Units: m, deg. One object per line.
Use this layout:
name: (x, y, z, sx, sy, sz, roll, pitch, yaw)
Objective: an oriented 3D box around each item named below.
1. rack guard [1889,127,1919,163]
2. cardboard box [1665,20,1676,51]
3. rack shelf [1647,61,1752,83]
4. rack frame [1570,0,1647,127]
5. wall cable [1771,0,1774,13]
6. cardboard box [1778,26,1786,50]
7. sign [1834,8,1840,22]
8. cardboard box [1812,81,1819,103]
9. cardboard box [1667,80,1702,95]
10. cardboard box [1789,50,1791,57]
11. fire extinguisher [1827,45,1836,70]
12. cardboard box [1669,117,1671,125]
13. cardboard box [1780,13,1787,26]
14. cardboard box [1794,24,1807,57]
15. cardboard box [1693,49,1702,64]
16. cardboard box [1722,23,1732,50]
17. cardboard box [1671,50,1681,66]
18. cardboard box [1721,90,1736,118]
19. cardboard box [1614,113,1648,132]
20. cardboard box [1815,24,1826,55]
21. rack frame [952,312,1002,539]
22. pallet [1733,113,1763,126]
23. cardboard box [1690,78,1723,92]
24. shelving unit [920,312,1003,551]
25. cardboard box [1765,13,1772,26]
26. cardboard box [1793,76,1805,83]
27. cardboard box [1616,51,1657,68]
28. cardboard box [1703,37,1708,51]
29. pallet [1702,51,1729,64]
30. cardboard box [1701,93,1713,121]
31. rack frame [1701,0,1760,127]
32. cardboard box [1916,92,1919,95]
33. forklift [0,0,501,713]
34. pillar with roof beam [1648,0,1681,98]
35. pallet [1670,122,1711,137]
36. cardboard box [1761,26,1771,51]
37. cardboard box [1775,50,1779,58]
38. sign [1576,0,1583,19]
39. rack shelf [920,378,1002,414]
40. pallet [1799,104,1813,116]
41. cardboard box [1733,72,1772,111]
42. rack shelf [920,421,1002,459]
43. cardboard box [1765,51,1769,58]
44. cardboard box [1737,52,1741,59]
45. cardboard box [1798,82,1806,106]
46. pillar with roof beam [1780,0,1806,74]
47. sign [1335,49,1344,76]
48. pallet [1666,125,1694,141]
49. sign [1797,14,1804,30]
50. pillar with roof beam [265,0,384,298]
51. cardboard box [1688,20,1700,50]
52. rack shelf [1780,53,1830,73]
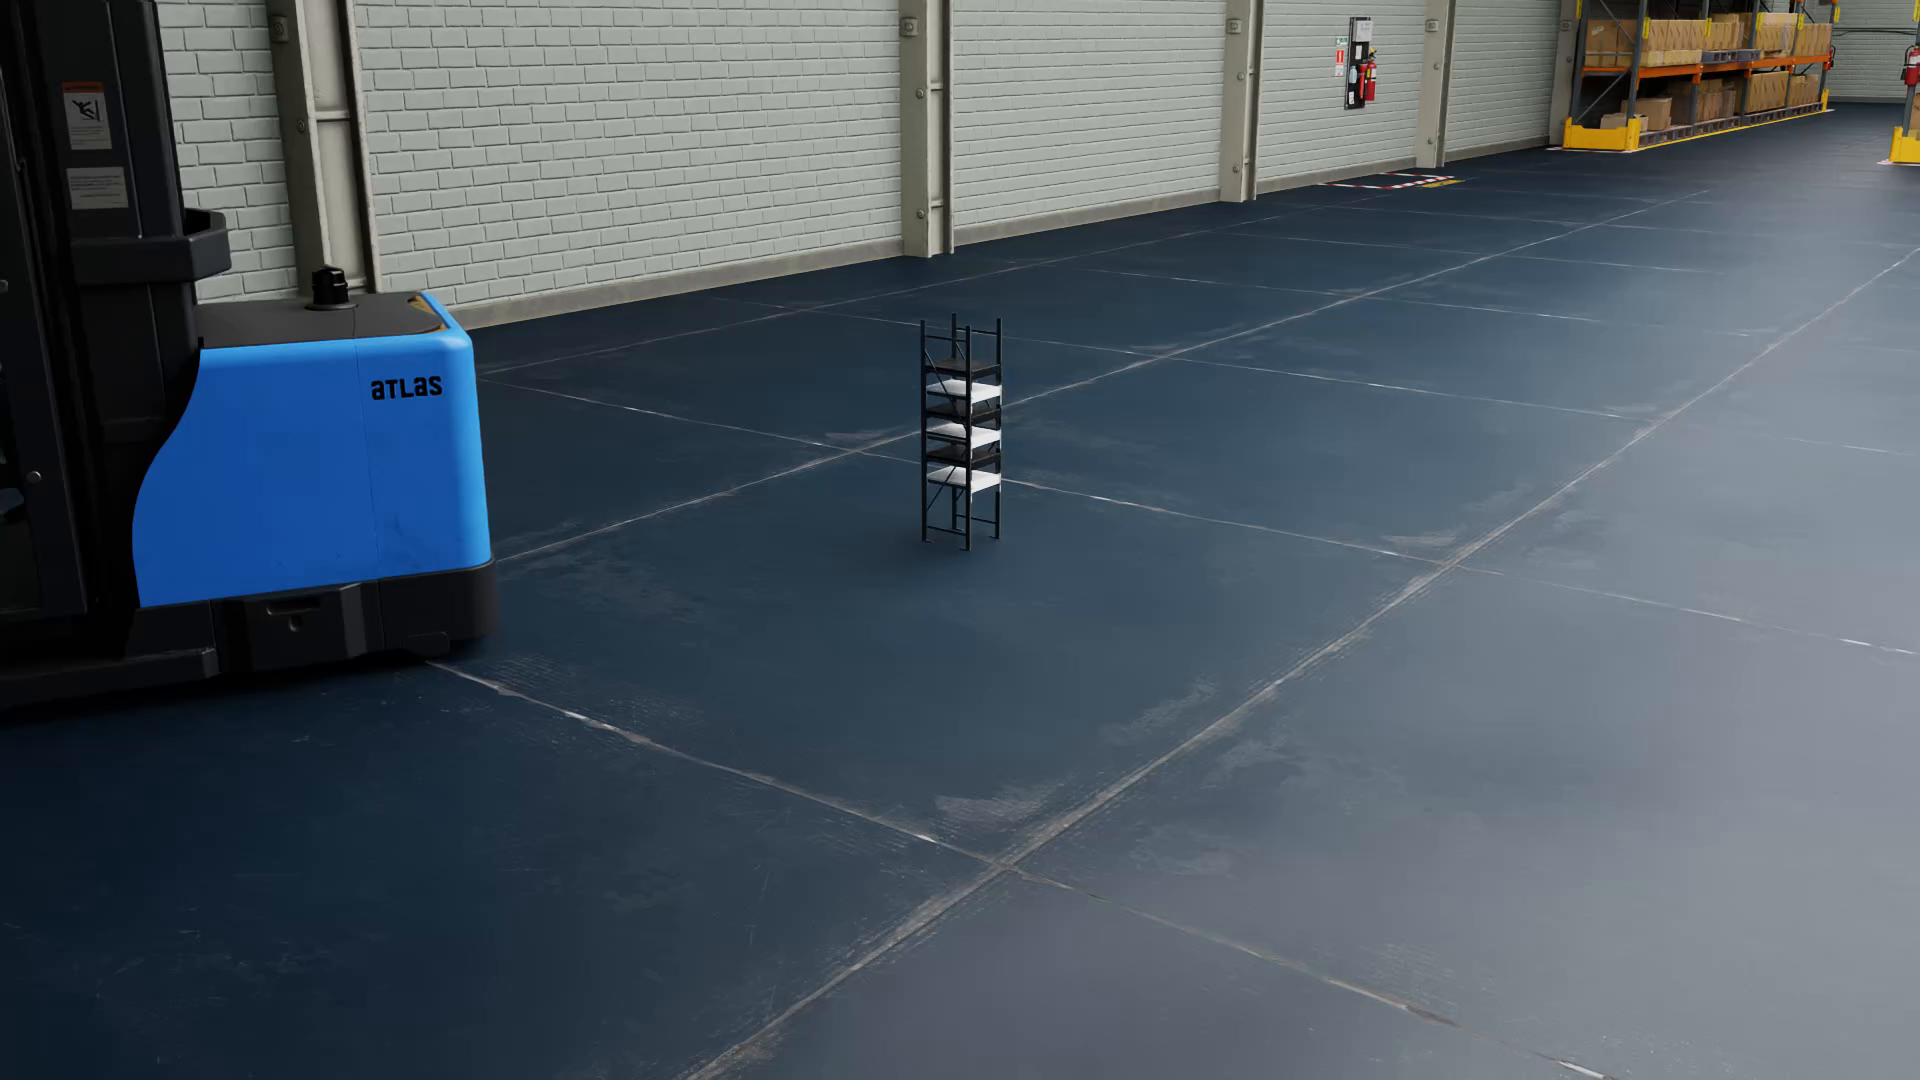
rack guard: (14.676, -5.928, 24.992, 1.175, 0.500, 0.348, 12, 21, 35)
cardboard box: (11.851, -8.597, 28.324, 0.500, 0.500, 0.500, 12, 21, 33)
rack shelf: (14.285, -9.088, 32.164, 1.077, 0.370, 4.000, 12, 21, 35)
rack frame: (10.710, -8.002, 27.455, 1.000, 3.000, 0.127, 12, 21, 35)
wall cable: (20.247, -12.771, 41.096, 0.084, 1.984, 1.851, 12, 21, 35)
cardboard box: (17.185, -10.664, 35.322, 0.500, 0.500, 0.500, 12, 21, 35)
sign: (20.671, -12.380, 39.200, 0.100, 0.325, 0.005, 12, 21, 35)
cardboard box: (19.907, -10.636, 39.441, 0.700, 0.500, 0.500, 12, 21, 35)
cardboard box: (13.778, -8.613, 31.631, 0.500, 0.250, 0.500, 12, 21, 34)
cardboard box: (17.886, -10.620, 36.273, 0.380, 0.149, 0.250, 13, 21, 35)
fire extinguisher: (20.704, -11.553, 39.647, 0.296, 0.674, 0.183, 12, 21, 35)
cardboard box: (12.799, -7.679, 30.451, 0.380, 0.166, 0.250, 9, 20, 28)
cardboard box: (17.171, -11.020, 35.204, 0.500, 0.250, 0.500, 13, 21, 36)
cardboard box: (18.196, -11.130, 37.021, 0.980, 0.700, 0.700, 13, 21, 36)
cardboard box: (13.055, -8.727, 30.007, 0.500, 0.250, 0.500, 12, 21, 35)
cardboard box: (14.480, -9.751, 32.176, 0.700, 0.500, 0.500, 12, 21, 35)
cardboard box: (12.165, -8.367, 28.848, 0.500, 0.250, 0.500, 13, 21, 35)
cardboard box: (15.090, -8.743, 33.315, 0.700, 0.500, 0.500, 13, 21, 35)
cardboard box: (11.534, -7.213, 28.705, 0.500, 0.311, 0.500, 15, 22, 39)
cardboard box: (19.523, -11.658, 38.721, 0.980, 0.700, 0.700, 12, 21, 34)
rack frame: (0.065, -0.456, 6.694, 0.240, 0.900, 0.006, 12, 21, 35)
pallet: (16.007, -8.751, 34.566, 1.003, 0.211, 1.213, 12, 21, 35)
cardboard box: (14.700, -8.977, 32.802, 0.500, 0.250, 0.500, 13, 21, 36)
shelving unit: (0.005, -0.432, 6.617, 0.258, 0.900, 0.210, 12, 21, 35)
cardboard box: (16.274, -10.656, 34.032, 0.500, 0.250, 0.500, 12, 21, 34)
cardboard box: (19.049, -10.511, 37.946, 0.380, 0.149, 0.250, 12, 21, 33)
cardboard box: (11.256, -8.000, 27.668, 0.500, 0.250, 0.500, 12, 21, 33)
cardboard box: (13.424, -9.328, 30.814, 0.700, 0.500, 0.500, 12, 21, 35)
pallet: (13.666, -9.020, 31.055, 1.003, 0.211, 1.213, 12, 21, 35)
cardboard box: (14.123, -8.396, 32.196, 0.700, 0.500, 0.500, 13, 21, 35)
rack frame: (15.477, -9.908, 33.591, 1.000, 3.000, 0.127, 12, 21, 35)
cardboard box: (15.355, -6.795, 26.229, 0.500, 0.500, 0.500, 12, 21, 35)
forklift: (-3.099, -0.981, 4.962, 3.031, 2.935, 1.130, -7, 19, -23)
pillar with roof beam: (17.465, -11.855, 29.747, 9.100, 9.000, 0.400, 12, 21, 35)
pallet: (13.556, -7.809, 31.535, 1.003, 0.211, 1.213, 12, 21, 35)
cardboard box: (16.291, -10.301, 34.152, 0.500, 0.500, 0.500, 13, 22, 36)
cardboard box: (17.255, -10.382, 35.507, 0.380, 0.149, 0.250, 12, 21, 35)
sign: (10.276, -8.809, 27.568, 0.100, 0.325, 0.005, 12, 21, 35)
rack shelf: (0.005, -0.572, 6.573, 0.258, 0.077, 0.200, 12, 21, 35)
pallet: (19.102, -9.988, 38.551, 1.003, 0.211, 1.213, 12, 21, 35)
cardboard box: (16.547, -9.441, 35.005, 0.750, 0.750, 0.750, 12, 21, 34)
rack shelf: (0.005, -0.400, 6.626, 0.258, 0.077, 0.200, 12, 21, 35)
cardboard box: (16.764, -10.202, 34.929, 0.380, 0.149, 0.250, 13, 21, 35)
cardboard box: (15.859, -9.835, 33.746, 0.380, 0.149, 0.250, 12, 21, 34)
cardboard box: (18.998, -10.268, 38.258, 0.700, 0.500, 0.500, 13, 21, 36)
pillar with roof beam: (24.615, -14.713, 38.950, 9.100, 9.000, 0.400, 12, 21, 35)
sign: (4.942, -6.215, 21.638, 0.001, 0.329, 0.234, 12, 21, 35)
pallet: (12.722, -7.457, 30.401, 1.003, 0.211, 1.213, 12, 21, 35)
sign: (18.302, -11.282, 36.198, 0.100, 0.325, 0.005, 12, 21, 35)
pillar with roof beam: (-0.410, -4.710, 6.737, 9.100, 9.000, 0.400, 12, 21, 35)
cardboard box: (12.767, -8.964, 29.506, 0.500, 0.500, 0.500, 12, 21, 34)
rack shelf: (19.052, -10.993, 38.300, 1.077, 0.370, 4.000, 12, 21, 35)
